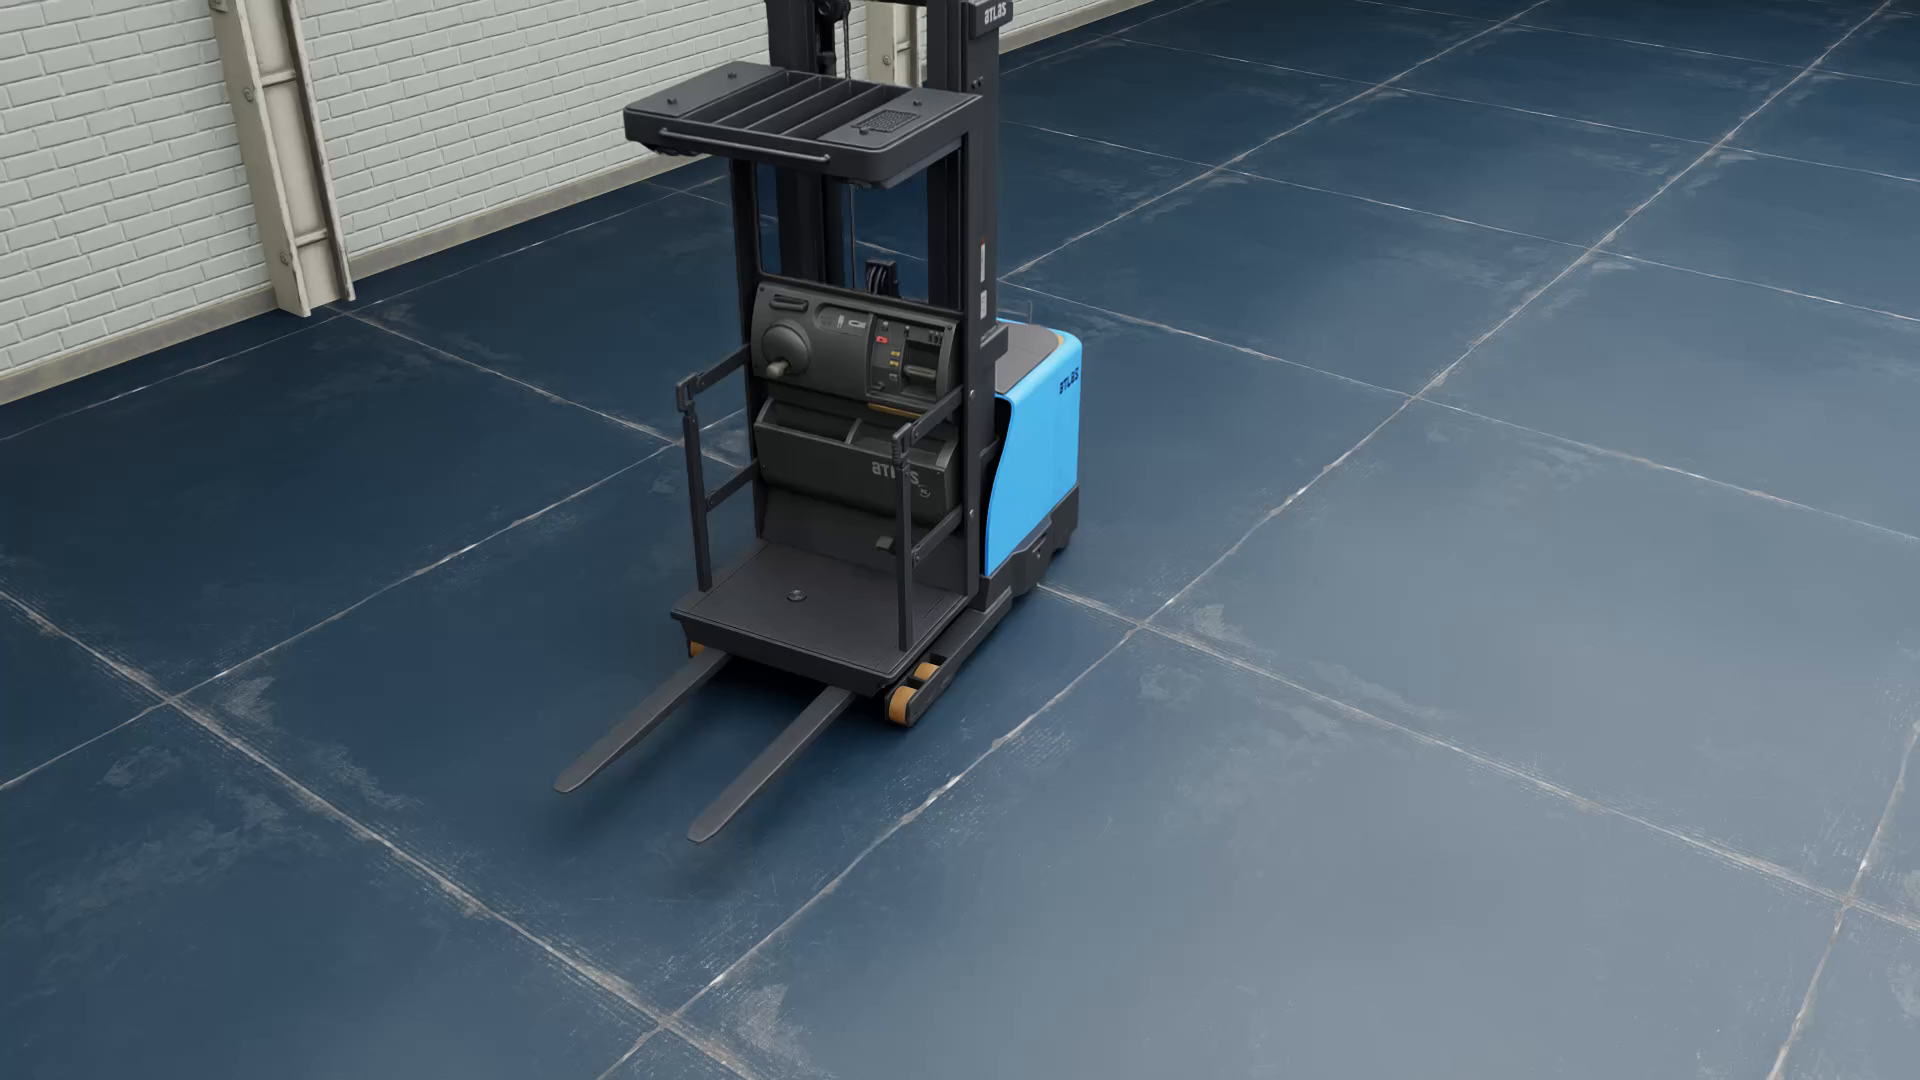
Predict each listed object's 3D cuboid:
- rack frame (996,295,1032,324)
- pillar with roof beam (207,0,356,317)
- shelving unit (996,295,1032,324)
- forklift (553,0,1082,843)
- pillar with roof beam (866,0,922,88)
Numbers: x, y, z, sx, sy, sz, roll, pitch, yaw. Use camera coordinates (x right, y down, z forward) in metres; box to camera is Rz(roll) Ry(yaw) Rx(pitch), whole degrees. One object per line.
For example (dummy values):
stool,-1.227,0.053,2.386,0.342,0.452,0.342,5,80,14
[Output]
rack frame,0.261,-0.740,8.469,0.200,1.050,0.008,15,34,23
pillar with roof beam,-0.775,-4.099,6.340,9.100,9.000,0.400,21,37,31
shelving unit,0.205,-0.685,8.376,0.215,1.050,0.252,15,34,23
forklift,-0.539,-0.745,6.632,1.130,2.935,3.031,15,34,23
pillar with roof beam,2.847,-6.538,10.455,9.100,9.000,0.400,21,37,31
